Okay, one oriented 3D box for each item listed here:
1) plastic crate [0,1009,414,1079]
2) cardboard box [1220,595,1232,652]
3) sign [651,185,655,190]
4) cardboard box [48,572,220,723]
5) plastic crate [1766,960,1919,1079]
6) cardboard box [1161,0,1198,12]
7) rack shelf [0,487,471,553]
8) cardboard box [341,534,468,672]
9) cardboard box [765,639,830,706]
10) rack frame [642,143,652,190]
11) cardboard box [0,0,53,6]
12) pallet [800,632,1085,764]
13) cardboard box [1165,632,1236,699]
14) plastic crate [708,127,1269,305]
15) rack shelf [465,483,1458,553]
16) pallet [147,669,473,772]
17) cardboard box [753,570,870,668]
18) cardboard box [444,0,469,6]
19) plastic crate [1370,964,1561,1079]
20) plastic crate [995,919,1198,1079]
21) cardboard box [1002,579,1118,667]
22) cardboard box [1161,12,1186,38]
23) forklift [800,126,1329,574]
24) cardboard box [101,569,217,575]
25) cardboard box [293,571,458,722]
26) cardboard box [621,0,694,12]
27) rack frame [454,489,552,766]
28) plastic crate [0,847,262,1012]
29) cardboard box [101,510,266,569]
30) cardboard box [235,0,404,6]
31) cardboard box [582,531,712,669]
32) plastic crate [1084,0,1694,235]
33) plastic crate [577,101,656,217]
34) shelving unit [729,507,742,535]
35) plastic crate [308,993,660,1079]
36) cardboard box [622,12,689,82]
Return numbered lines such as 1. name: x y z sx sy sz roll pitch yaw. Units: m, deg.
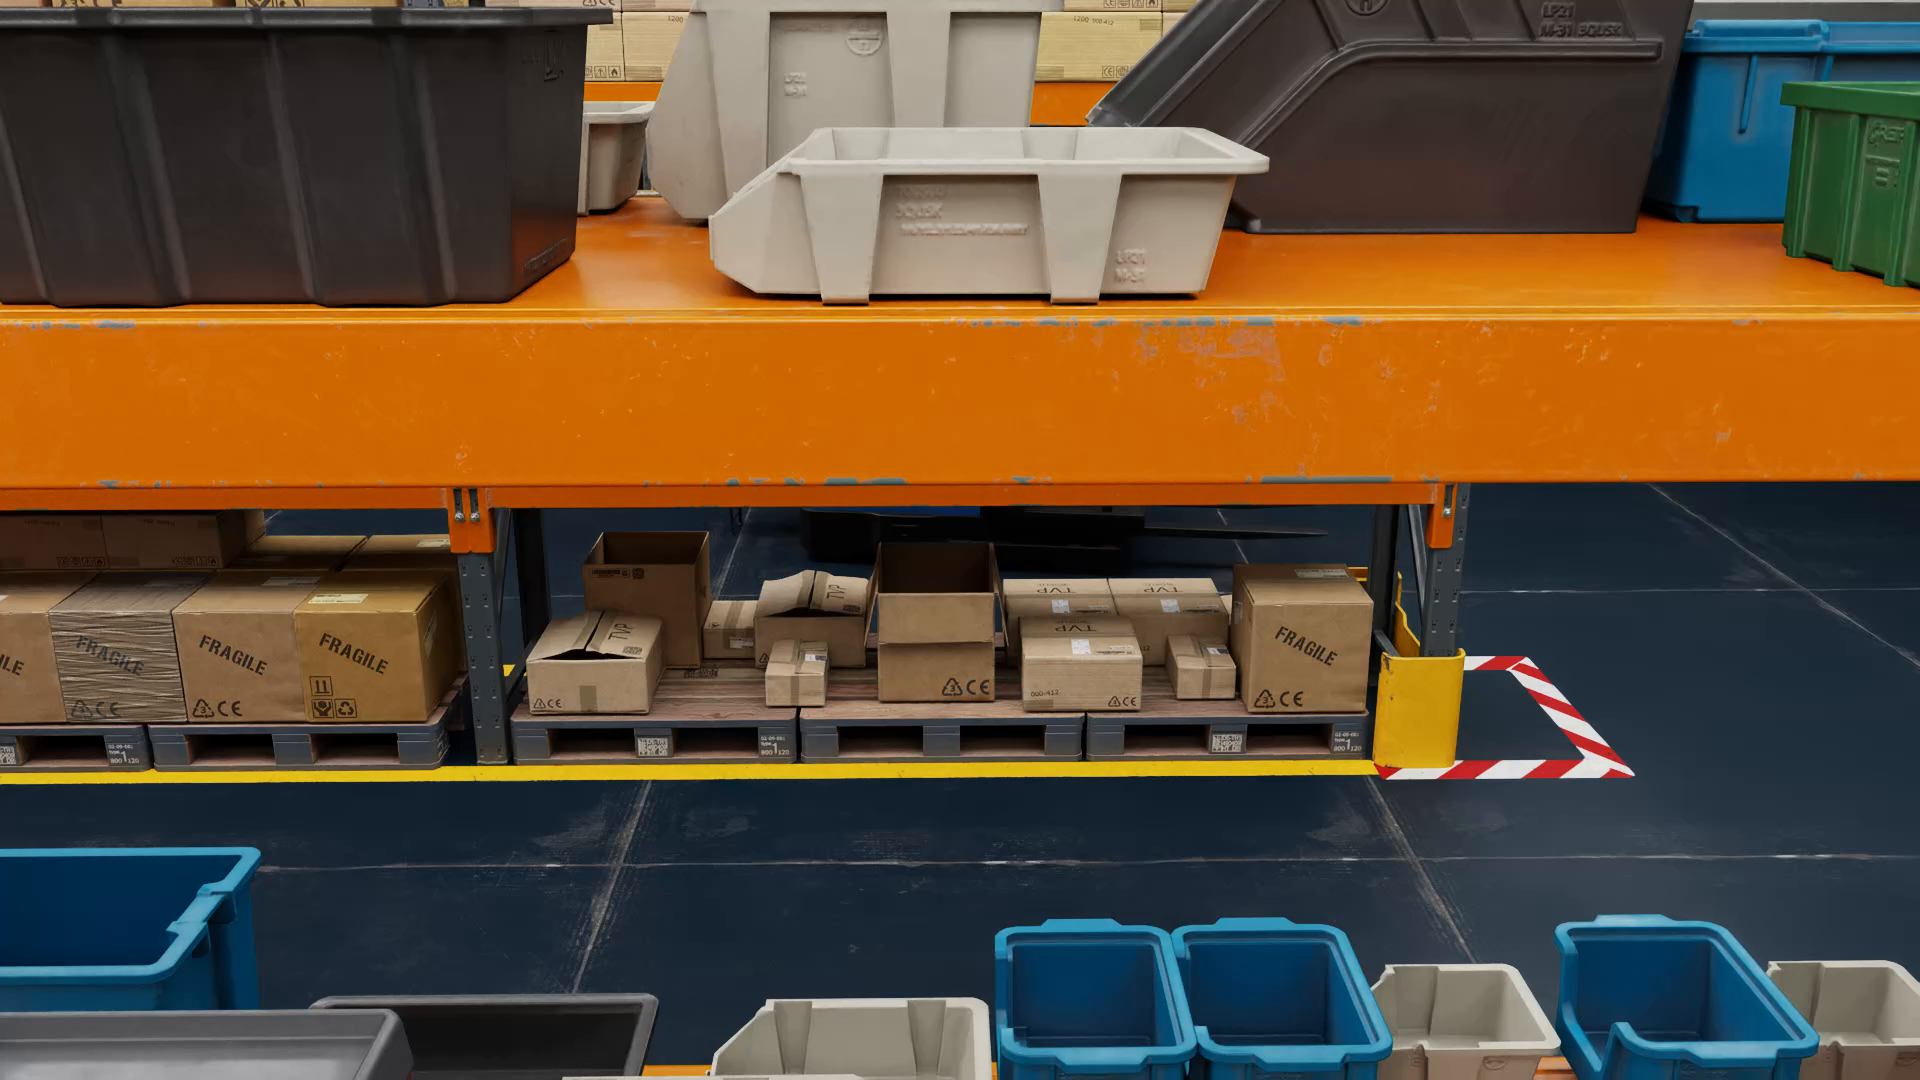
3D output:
1. plastic crate: -1.023 0.904 2.115 0.583 0.464 0.402 0 18 -1
2. cardboard box: 1.331 0.397 7.818 0.250 0.166 0.380 0 18 -1
3. sign: -2.058 -2.483 11.110 0.005 0.325 0.100 0 18 -1
4. cardboard box: -3.479 0.451 7.103 0.500 0.500 0.500 0 18 0
5. plastic crate: 1.506 0.846 2.834 0.298 0.136 0.250 0 18 -1
6. cardboard box: 0.996 -2.153 6.366 0.500 0.250 0.500 0 18 -1
7. rack shelf: -3.994 -0.270 7.155 4.000 0.370 1.077 0 18 -1
8. cardboard box: -2.482 0.287 7.615 0.500 0.500 0.500 -1 18 -3
9. cardboard box: -0.706 0.575 7.264 0.250 0.166 0.380 0 18 -1
10. rack frame: -2.076 -2.135 11.792 0.127 3.000 1.000 0 18 -1
11. cardboard box: -3.833 -2.358 6.562 0.600 0.600 0.600 -1 18 -3
12. pallet: -0.085 0.696 7.532 1.213 0.211 1.003 0 18 -1
13. cardboard box: 1.059 0.551 7.338 0.250 0.166 0.380 0 18 -1
14. plastic crate: 0.018 -0.345 1.734 0.530 0.136 0.437 0 18 -1
15. rack shelf: 0.005 -0.289 7.215 4.000 0.370 1.077 0 18 -1
16. pallet: -2.807 0.722 7.453 1.213 0.211 1.003 0 18 -1
17. cardboard box: -0.679 0.356 7.709 0.500 0.311 0.500 0 18 -1
18. cardboard box: -3.513 -3.827 11.272 0.500 0.500 0.700 -1 18 -2
19. plastic crate: 0.827 0.849 2.824 0.298 0.136 0.250 0 18 -1
20. plastic crate: 0.211 0.831 2.721 0.300 0.233 0.416 0 18 -1
21. cardboard box: 0.457 0.379 7.735 0.500 0.250 0.500 0 18 -1
22. cardboard box: 0.996 -1.916 6.444 0.500 0.250 0.500 0 18 -1
23. forklift: 0.625 -1.372 9.528 3.031 2.935 1.130 2 18 7
24. cardboard box: -3.515 0.293 7.596 0.500 0.500 0.500 0 18 0
25. cardboard box: -2.483 0.449 7.110 0.500 0.500 0.500 0 18 -1
26. cardboard box: -1.004 -2.146 6.344 0.500 0.250 0.500 0 18 -1
27. rack frame: -1.994 -0.622 7.075 0.127 3.000 1.000 0 18 -1
28. plastic crate: -1.458 0.764 2.684 0.575 0.384 0.392 0 18 -1
29. cardboard box: -3.482 -0.065 7.485 0.500 0.250 0.500 0 18 -1
30. cardboard box: -2.499 -2.365 6.585 0.600 0.600 0.600 -2 18 -6
31. cardboard box: -1.429 0.270 7.669 0.500 0.500 0.500 0 18 -1
32. plastic crate: 0.548 -0.604 2.209 0.767 0.338 0.504 0 18 -1
33. plastic crate: -0.654 -0.534 2.323 0.466 0.136 0.293 0 18 -1
34. shelving unit: -1.139 -0.631 10.050 0.503 1.200 0.258 2 18 7
35. plastic crate: -0.805 0.906 2.665 0.590 0.125 0.437 0 18 -1
36. cardboard box: -1.004 -1.907 6.415 0.500 0.250 0.500 0 18 -1
